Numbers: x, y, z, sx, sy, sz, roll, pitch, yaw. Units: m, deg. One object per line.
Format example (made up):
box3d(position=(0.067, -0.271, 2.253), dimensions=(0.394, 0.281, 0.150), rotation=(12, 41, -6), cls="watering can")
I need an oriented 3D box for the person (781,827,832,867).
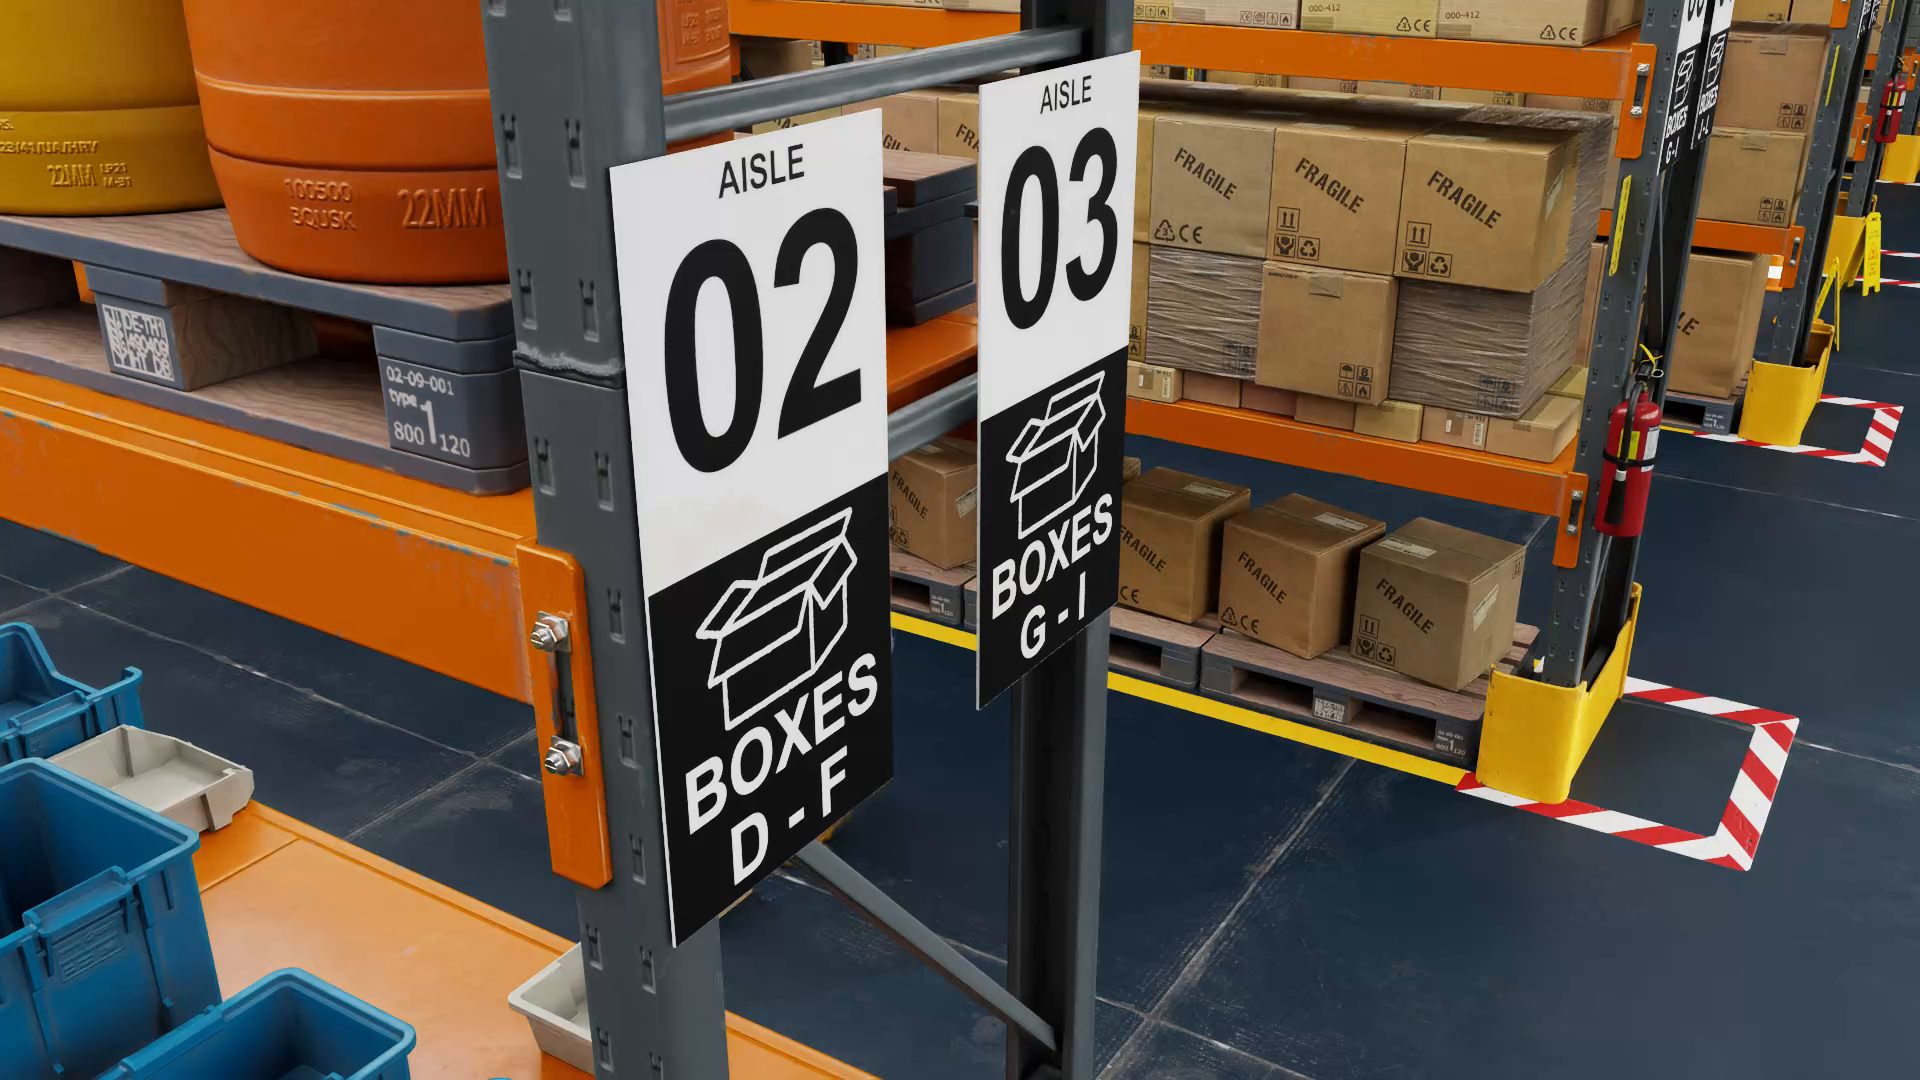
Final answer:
box3d(position=(-0.652, 0.311, 5.865), dimensions=(0.535, 1.765, 0.400), rotation=(14, 27, 30), cls="person")
